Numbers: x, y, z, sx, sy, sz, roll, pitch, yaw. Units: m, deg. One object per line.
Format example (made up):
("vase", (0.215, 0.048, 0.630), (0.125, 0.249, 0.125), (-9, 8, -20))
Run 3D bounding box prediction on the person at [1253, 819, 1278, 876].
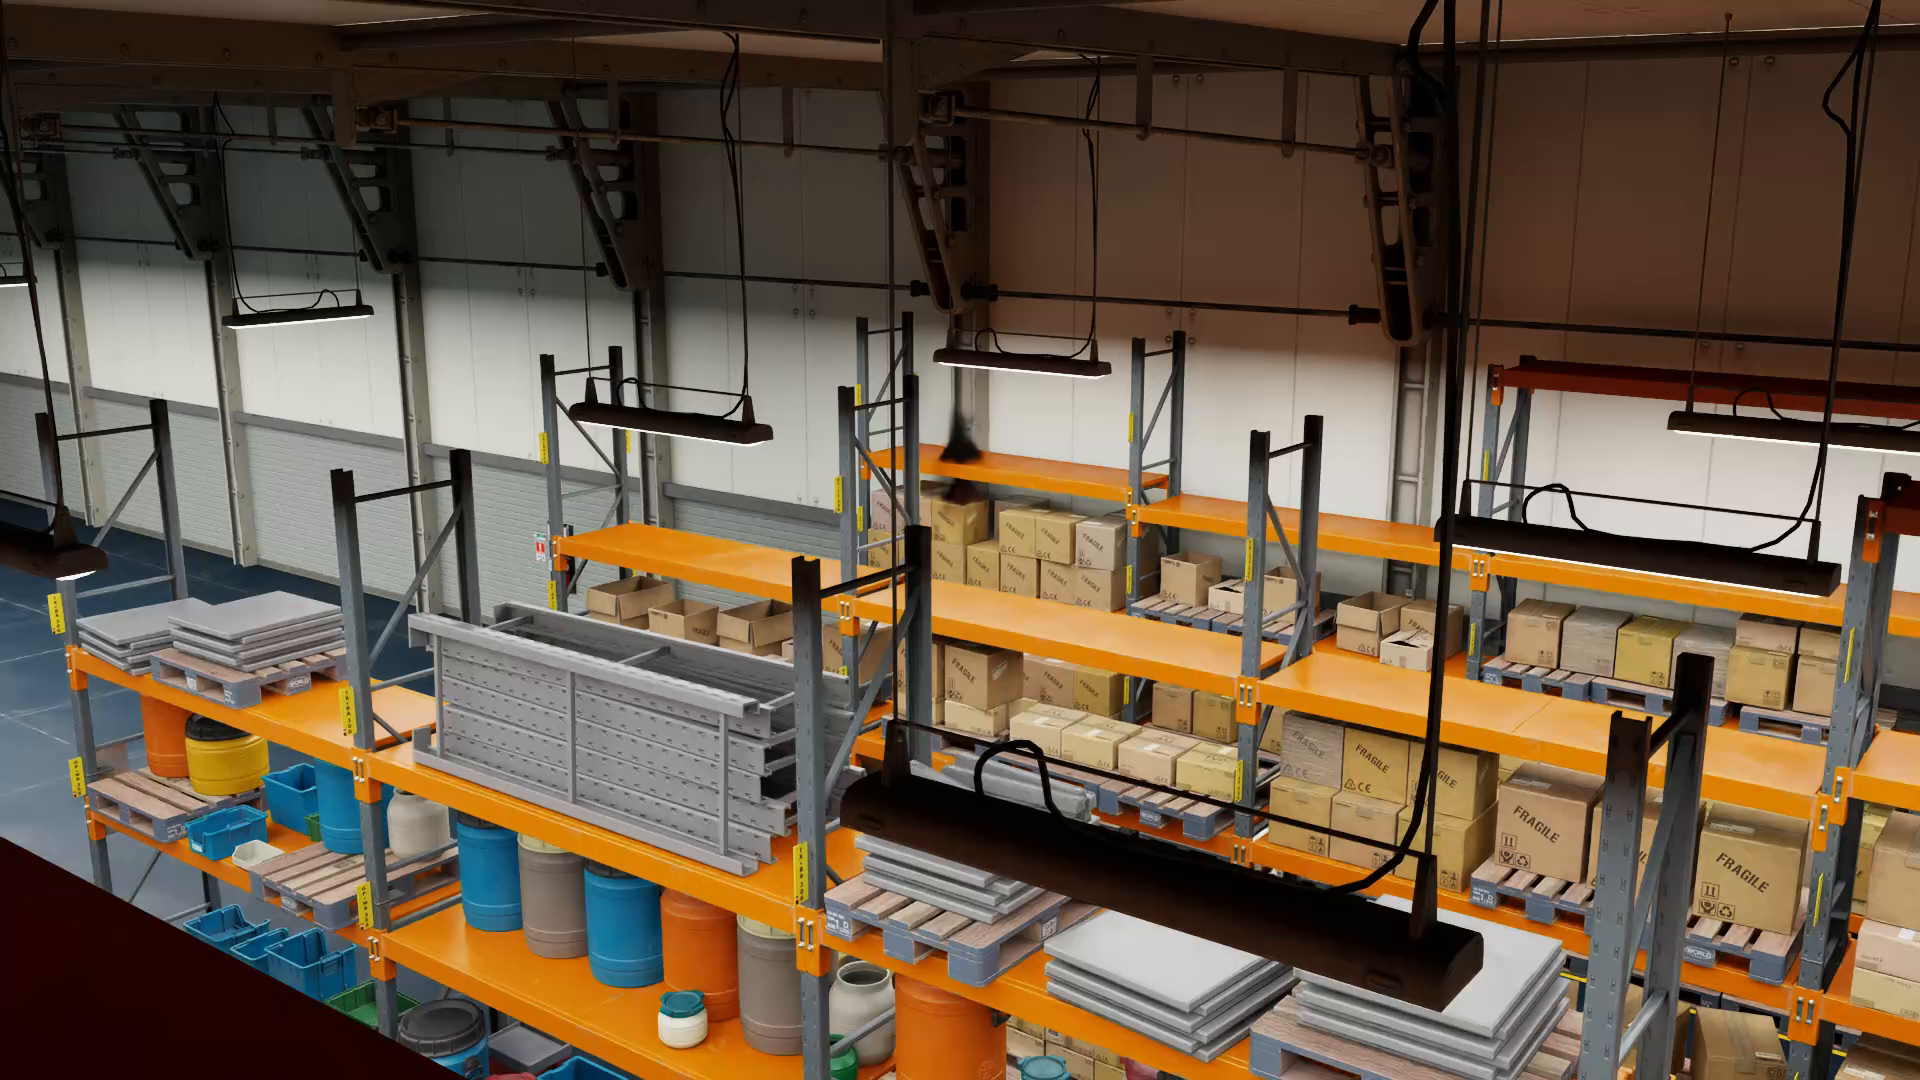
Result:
("person", (2.958, 3.414, 16.673), (0.805, 1.786, 0.673), (9, 16, 33))
